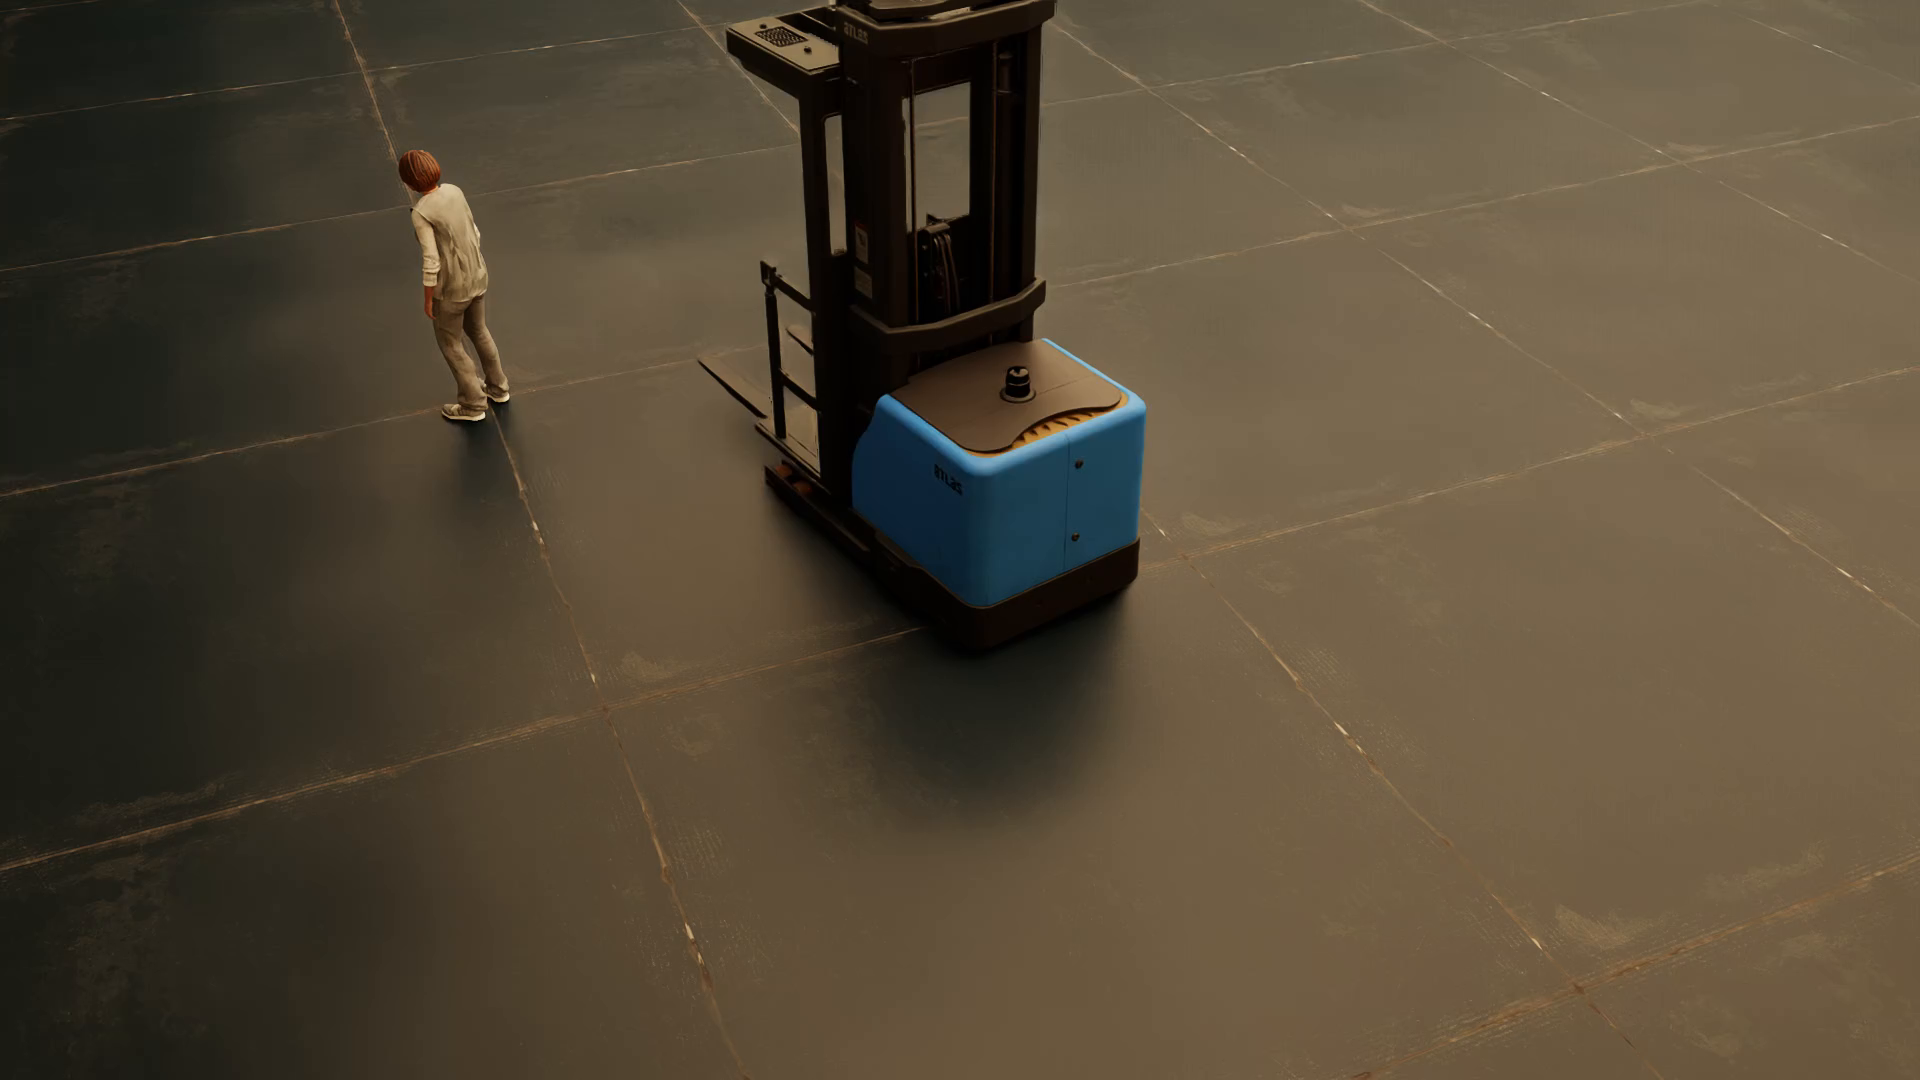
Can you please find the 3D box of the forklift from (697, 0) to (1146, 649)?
[{"bbox_3d":[-0.389,-1.491,8.195,1.130,2.935,3.031,-23,41,-28],"label":"forklift"}]

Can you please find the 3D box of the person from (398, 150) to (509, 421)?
[{"bbox_3d":[-2.802,-1.399,9.231,0.347,1.580,0.483,14,38,19],"label":"person"}]
